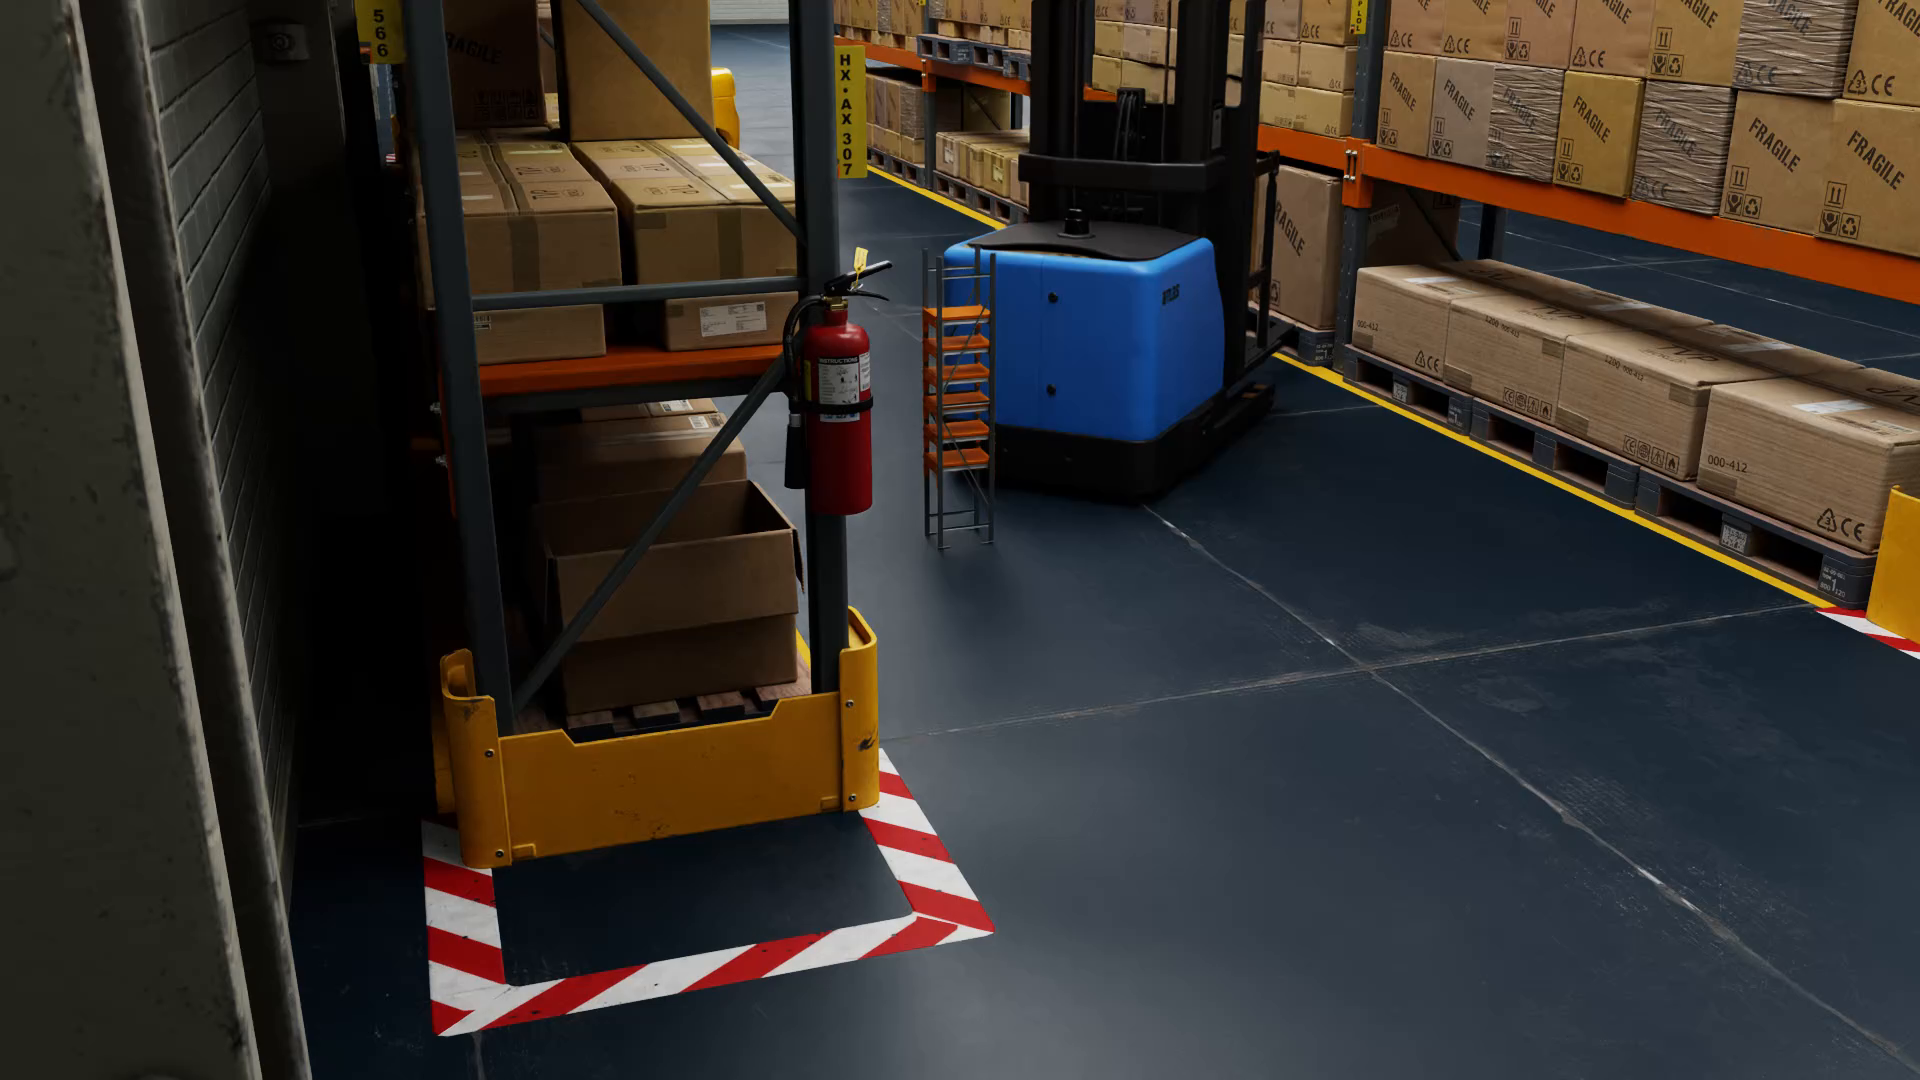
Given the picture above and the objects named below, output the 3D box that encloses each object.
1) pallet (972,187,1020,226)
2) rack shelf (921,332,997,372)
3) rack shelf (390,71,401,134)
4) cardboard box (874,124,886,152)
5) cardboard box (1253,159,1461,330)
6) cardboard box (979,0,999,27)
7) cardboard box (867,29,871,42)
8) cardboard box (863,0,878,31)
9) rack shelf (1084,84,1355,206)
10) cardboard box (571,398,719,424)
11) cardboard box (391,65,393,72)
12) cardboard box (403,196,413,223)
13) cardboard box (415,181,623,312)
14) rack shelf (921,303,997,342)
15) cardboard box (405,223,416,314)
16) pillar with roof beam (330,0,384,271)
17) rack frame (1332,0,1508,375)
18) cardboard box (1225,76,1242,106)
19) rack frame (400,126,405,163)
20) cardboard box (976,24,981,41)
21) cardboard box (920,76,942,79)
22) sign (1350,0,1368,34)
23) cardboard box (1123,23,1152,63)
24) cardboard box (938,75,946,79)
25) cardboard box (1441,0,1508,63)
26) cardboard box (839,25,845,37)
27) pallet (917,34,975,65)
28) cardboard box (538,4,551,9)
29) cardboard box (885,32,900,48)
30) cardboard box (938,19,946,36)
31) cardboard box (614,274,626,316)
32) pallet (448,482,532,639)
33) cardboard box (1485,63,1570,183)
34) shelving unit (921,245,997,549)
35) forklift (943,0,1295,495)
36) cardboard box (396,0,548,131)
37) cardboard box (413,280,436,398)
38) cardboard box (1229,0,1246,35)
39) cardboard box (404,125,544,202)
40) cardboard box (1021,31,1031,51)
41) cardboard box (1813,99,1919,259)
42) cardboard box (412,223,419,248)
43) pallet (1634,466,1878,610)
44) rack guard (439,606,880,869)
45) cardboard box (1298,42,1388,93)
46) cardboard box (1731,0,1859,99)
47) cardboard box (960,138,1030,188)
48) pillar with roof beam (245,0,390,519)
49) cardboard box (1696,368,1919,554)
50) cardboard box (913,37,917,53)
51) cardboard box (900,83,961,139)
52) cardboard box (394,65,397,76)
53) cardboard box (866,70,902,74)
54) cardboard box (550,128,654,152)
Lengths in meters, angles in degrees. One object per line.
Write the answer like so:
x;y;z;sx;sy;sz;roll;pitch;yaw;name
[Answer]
0.771;-3.041;15.071;1.003;0.211;1.213;-6;21;-17;pallet
-0.005;-0.753;6.660;0.258;0.103;0.180;-6;21;-17;rack shelf
-3.944;-3.486;13.250;1.077;0.370;4.000;-6;21;-17;rack shelf
-0.635;-4.394;18.158;0.500;0.250;0.500;-6;21;-16;cardboard box
2.382;-1.816;10.058;0.875;0.875;0.875;-6;21;-16;cardboard box
0.485;-4.715;14.396;0.500;0.500;0.500;-7;21;-19;cardboard box
-0.820;-5.612;18.476;0.380;0.149;0.250;-6;21;-15;cardboard box
-0.739;-5.793;18.019;0.500;0.500;0.500;-7;21;-18;cardboard box
2.024;-2.731;11.148;1.077;0.370;4.000;-6;21;-17;rack shelf
-1.206;-0.302;6.397;0.500;0.500;0.500;-6;21;-16;cardboard box
-4.675;-4.208;14.415;0.500;0.250;0.500;-6;21;-16;cardboard box
-3.238;-2.053;10.311;0.380;0.149;0.250;-7;21;-20;cardboard box
-1.198;-0.805;4.501;0.500;0.250;0.500;-6;21;-16;cardboard box
-0.005;-0.866;6.620;0.258;0.103;0.180;-6;21;-17;rack shelf
-3.148;-1.710;10.317;0.500;0.500;0.500;-5;20;-14;cardboard box
-0.494;-6.787;12.499;9.100;9.000;0.400;-6;21;-17;pillar with roof beam
2.653;-2.428;9.239;1.000;3.000;0.127;-6;21;-17;rack frame
1.973;-2.802;10.503;0.500;0.250;0.500;-7;21;-19;cardboard box
-5.830;-5.750;18.489;1.000;3.000;0.127;-6;21;-17;rack frame
0.361;-4.533;14.851;0.380;0.149;0.250;-6;21;-17;cardboard box
-0.132;-4.807;18.199;0.500;0.500;0.500;-5;20;-14;cardboard box
2.140;-2.875;8.888;0.100;0.325;0.005;-6;21;-17;sign
1.482;-3.522;11.766;0.500;0.250;0.500;-6;21;-16;cardboard box
-0.024;-5.072;17.979;0.380;0.149;0.250;-5;20;-14;cardboard box
2.725;-2.604;8.103;0.500;0.500;0.500;-7;21;-18;cardboard box
-1.209;-6.030;19.638;0.380;0.149;0.250;-6;21;-17;cardboard box
0.240;-4.644;15.693;1.003;0.211;1.213;-6;21;-17;pallet
-2.408;-2.741;9.342;0.700;0.500;0.500;-6;21;-17;cardboard box
-0.575;-5.274;17.533;0.380;0.149;0.250;-7;21;-18;cardboard box
0.012;-4.864;15.771;0.380;0.149;0.250;-6;21;-16;cardboard box
-0.883;-0.790;5.049;0.380;0.149;0.250;-7;21;-18;cardboard box
-1.456;0.026;6.533;1.003;0.211;1.213;-6;21;-17;pallet
2.856;-1.975;7.829;0.500;0.500;0.500;-6;21;-17;cardboard box
-0.005;-0.569;6.727;0.258;1.200;0.189;-6;21;-17;shelving unit
1.008;-2.034;8.243;1.130;2.935;3.031;9;22;24;forklift
-1.843;-1.816;6.207;0.500;0.500;0.500;-7;21;-19;cardboard box
-2.493;-1.047;8.470;0.500;0.500;0.500;-6;21;-17;cardboard box
1.963;-3.392;10.297;0.500;0.500;0.500;-6;21;-16;cardboard box
-1.835;-1.455;6.313;0.500;0.250;0.500;-6;21;-16;cardboard box
0.723;-4.107;13.665;0.380;0.149;0.250;-7;21;-20;cardboard box
3.507;-1.318;6.001;0.500;0.500;0.500;-6;21;-17;cardboard box
-1.633;-0.983;5.587;0.380;0.149;0.250;-6;21;-17;cardboard box
3.584;-0.080;6.828;1.003;0.211;1.213;-6;21;-17;pallet
-0.825;0.536;4.684;1.175;0.500;0.348;-6;21;-17;rack guard
2.283;-2.708;9.502;0.500;0.250;0.500;-6;21;-17;cardboard box
3.340;-1.956;6.298;0.500;0.500;0.500;-6;21;-17;cardboard box
0.535;-3.558;15.651;0.950;0.372;0.625;-5;20;-14;cardboard box
1.392;-4.861;7.138;9.100;9.000;0.400;-6;21;-17;pillar with roof beam
3.607;-0.337;6.588;0.875;0.438;0.875;-7;21;-19;cardboard box
-0.252;-4.948;16.626;0.380;0.149;0.250;-7;21;-18;cardboard box
-0.303;-4.413;17.103;0.500;0.500;0.500;-7;21;-18;cardboard box
-3.700;-3.230;11.693;0.500;0.250;0.500;-7;21;-18;cardboard box
-0.952;-5.072;18.938;0.500;0.500;0.500;-7;21;-19;cardboard box
-1.190;-1.345;6.007;0.500;0.250;0.500;-7;21;-19;cardboard box
